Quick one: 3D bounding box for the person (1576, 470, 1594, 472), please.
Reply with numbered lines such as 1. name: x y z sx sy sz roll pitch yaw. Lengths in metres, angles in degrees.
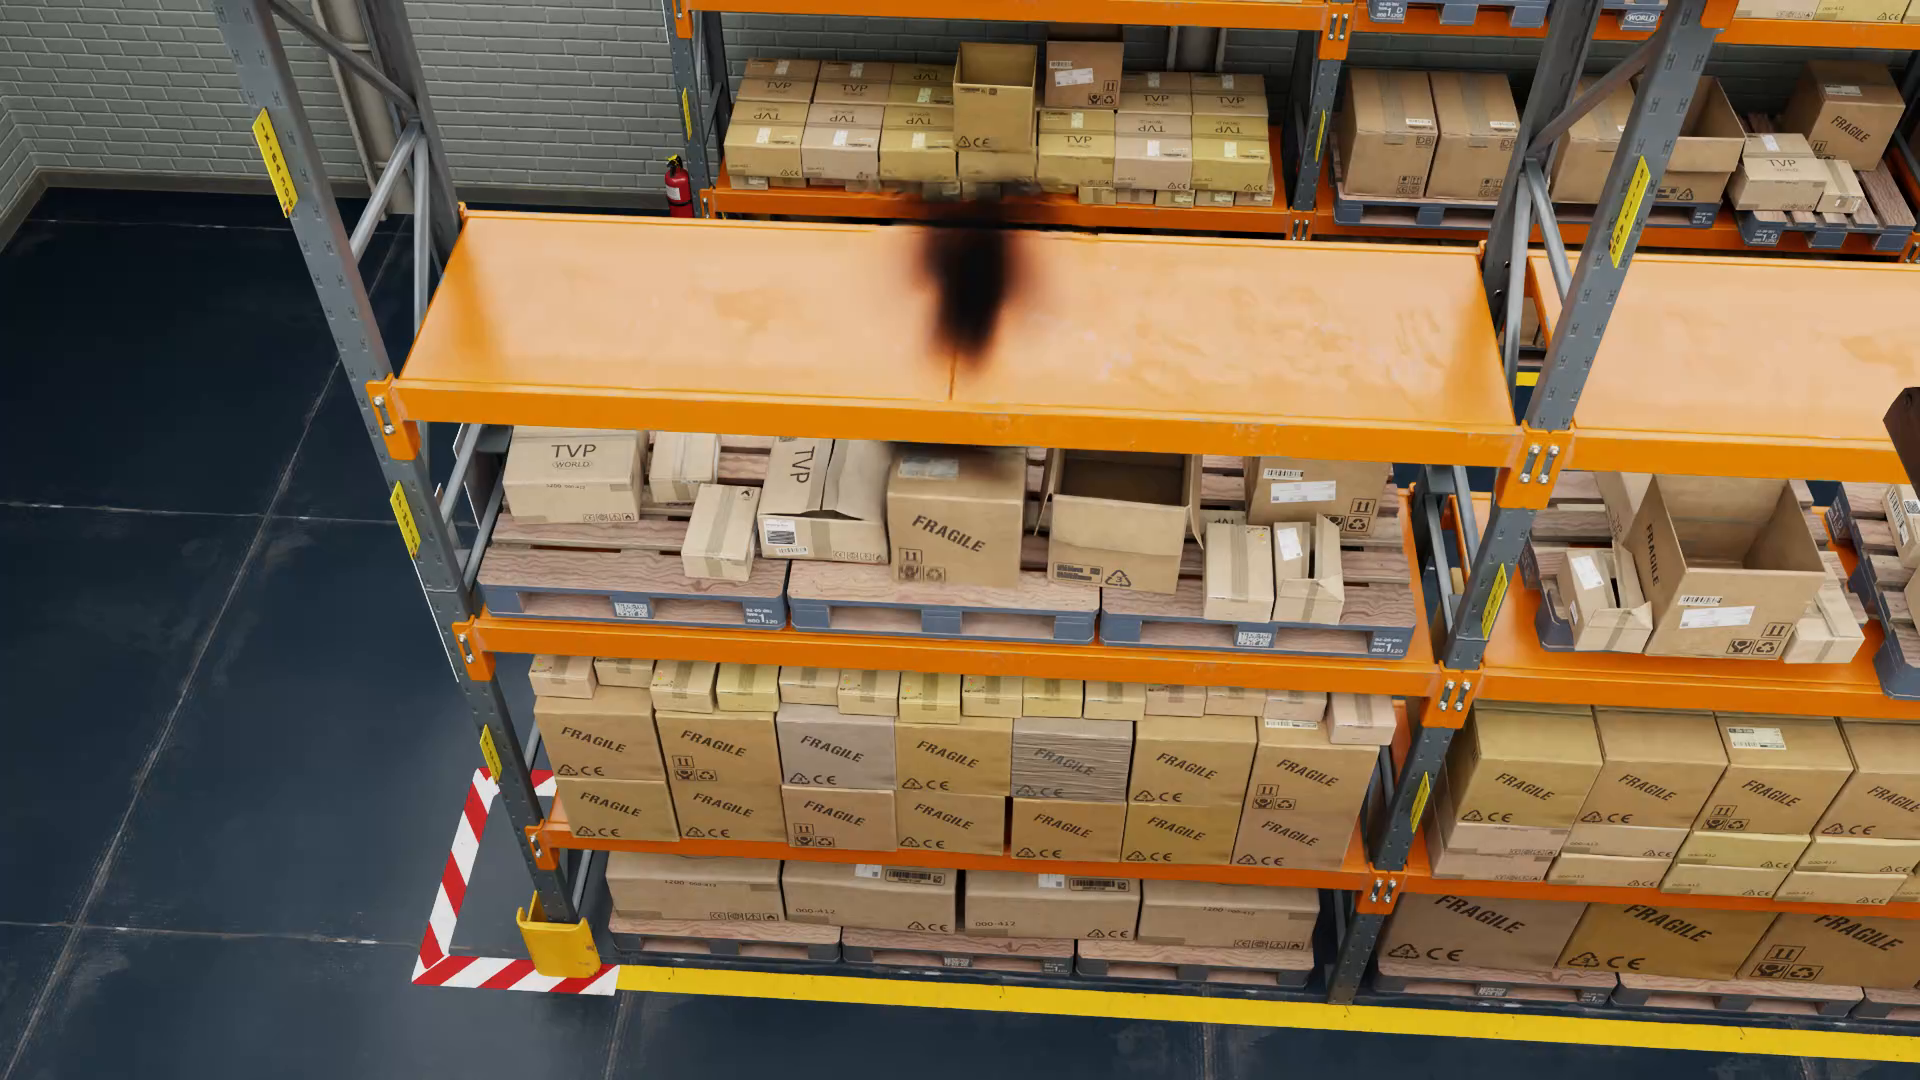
1. person: 3.968 -0.532 10.083 0.870 1.666 0.619 -8 48 -7
